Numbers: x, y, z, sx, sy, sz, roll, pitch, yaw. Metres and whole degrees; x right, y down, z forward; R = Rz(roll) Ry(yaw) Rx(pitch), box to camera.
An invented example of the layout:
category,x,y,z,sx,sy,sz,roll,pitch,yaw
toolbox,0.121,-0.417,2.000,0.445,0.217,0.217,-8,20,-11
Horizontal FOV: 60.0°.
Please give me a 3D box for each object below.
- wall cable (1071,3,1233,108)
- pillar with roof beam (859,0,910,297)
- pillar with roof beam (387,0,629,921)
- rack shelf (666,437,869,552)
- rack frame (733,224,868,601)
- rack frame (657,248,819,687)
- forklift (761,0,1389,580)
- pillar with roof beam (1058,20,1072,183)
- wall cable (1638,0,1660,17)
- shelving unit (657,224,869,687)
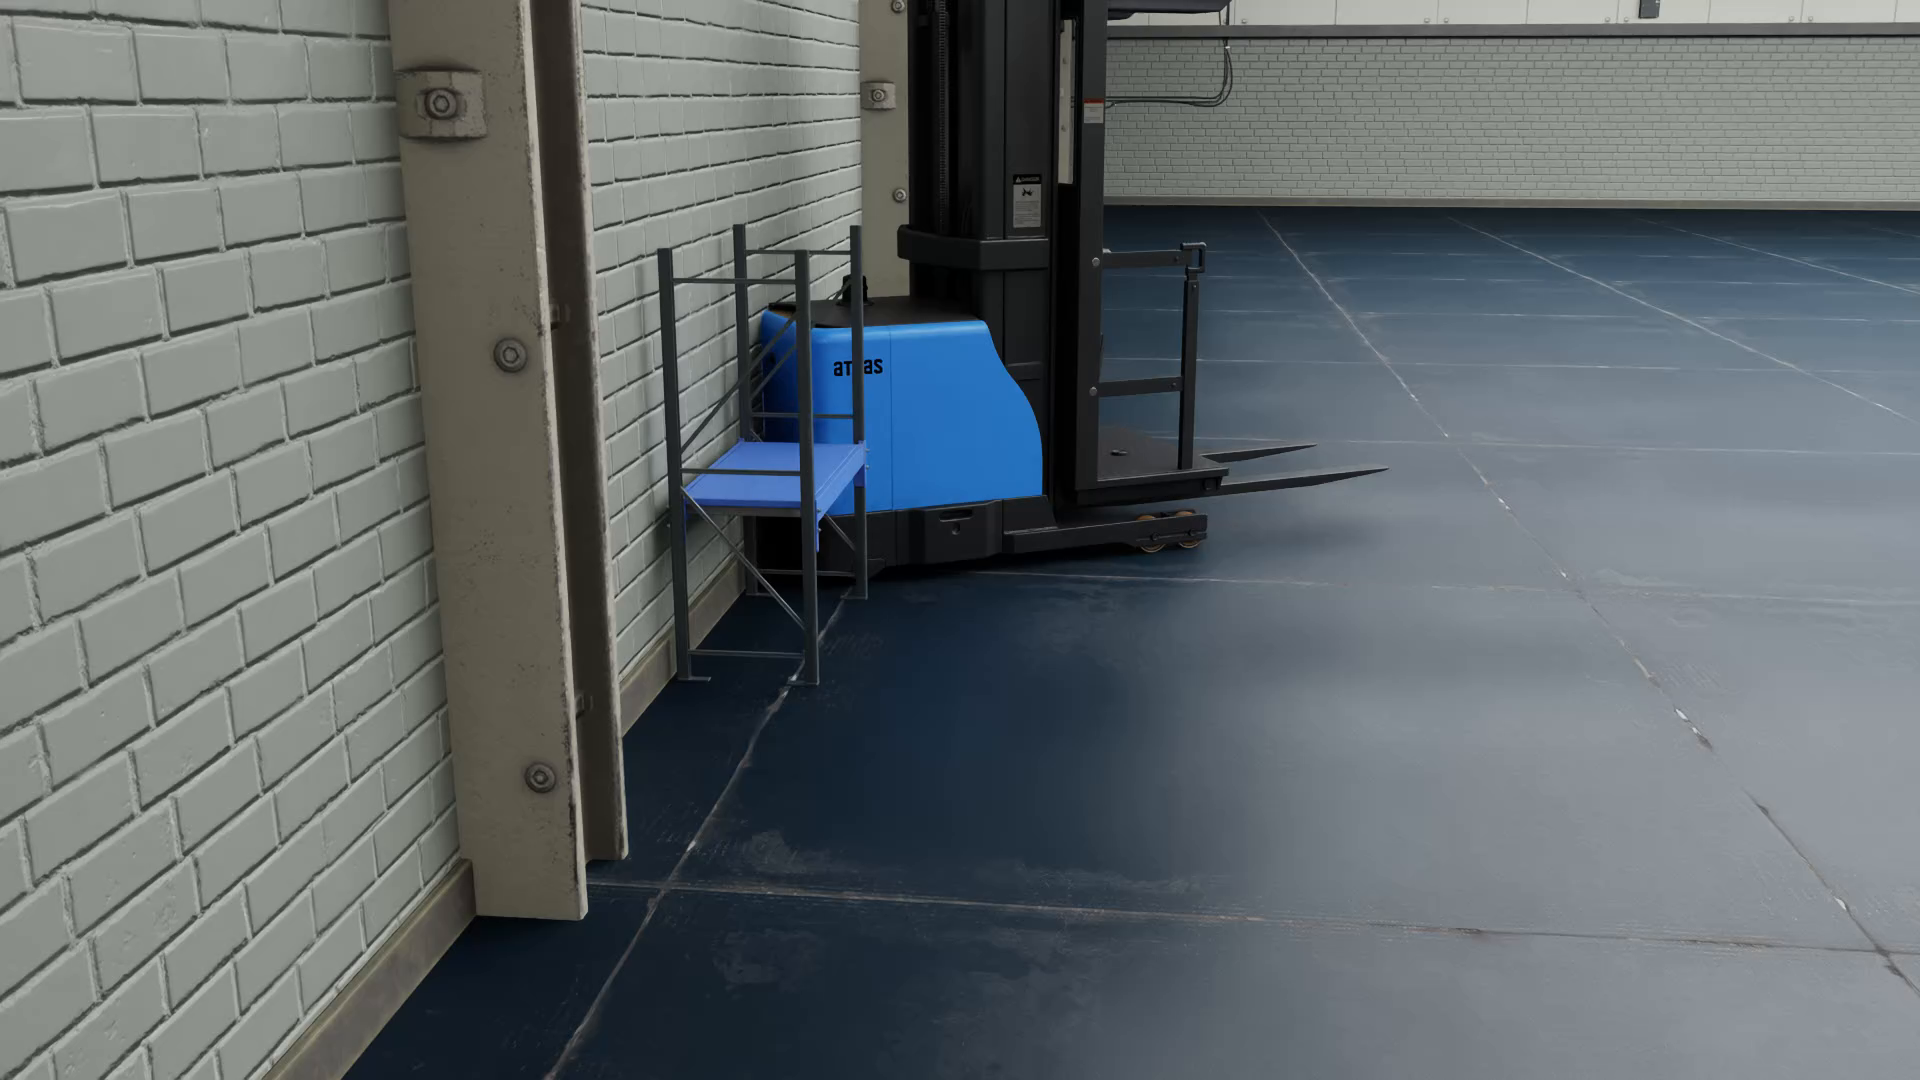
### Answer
category,x,y,z,sx,sy,sz,roll,pitch,yaw
wall cable,3.278,-8.901,29.289,3.097,2.526,0.112,2,15,6
pillar with roof beam,3.878,-4.880,8.468,9.100,9.000,0.400,2,15,6
pillar with roof beam,3.201,-3.323,2.713,9.100,9.000,0.400,2,15,6
rack shelf,-0.684,-0.184,6.159,0.538,0.185,1.000,2,15,6
rack frame,-0.627,-0.490,6.600,0.500,1.500,0.032,2,15,6
rack frame,-0.741,-0.226,5.624,0.500,1.500,0.032,2,15,6
forklift,0.573,-1.478,7.514,3.031,2.935,1.130,-6,16,-22
pillar with roof beam,5.909,-9.548,25.733,9.100,9.000,0.400,2,15,6
wall cable,12.709,-11.758,27.391,2.305,6.003,0.169,2,15,6
shelving unit,-0.684,-0.358,6.112,0.538,1.500,1.048,2,15,6
